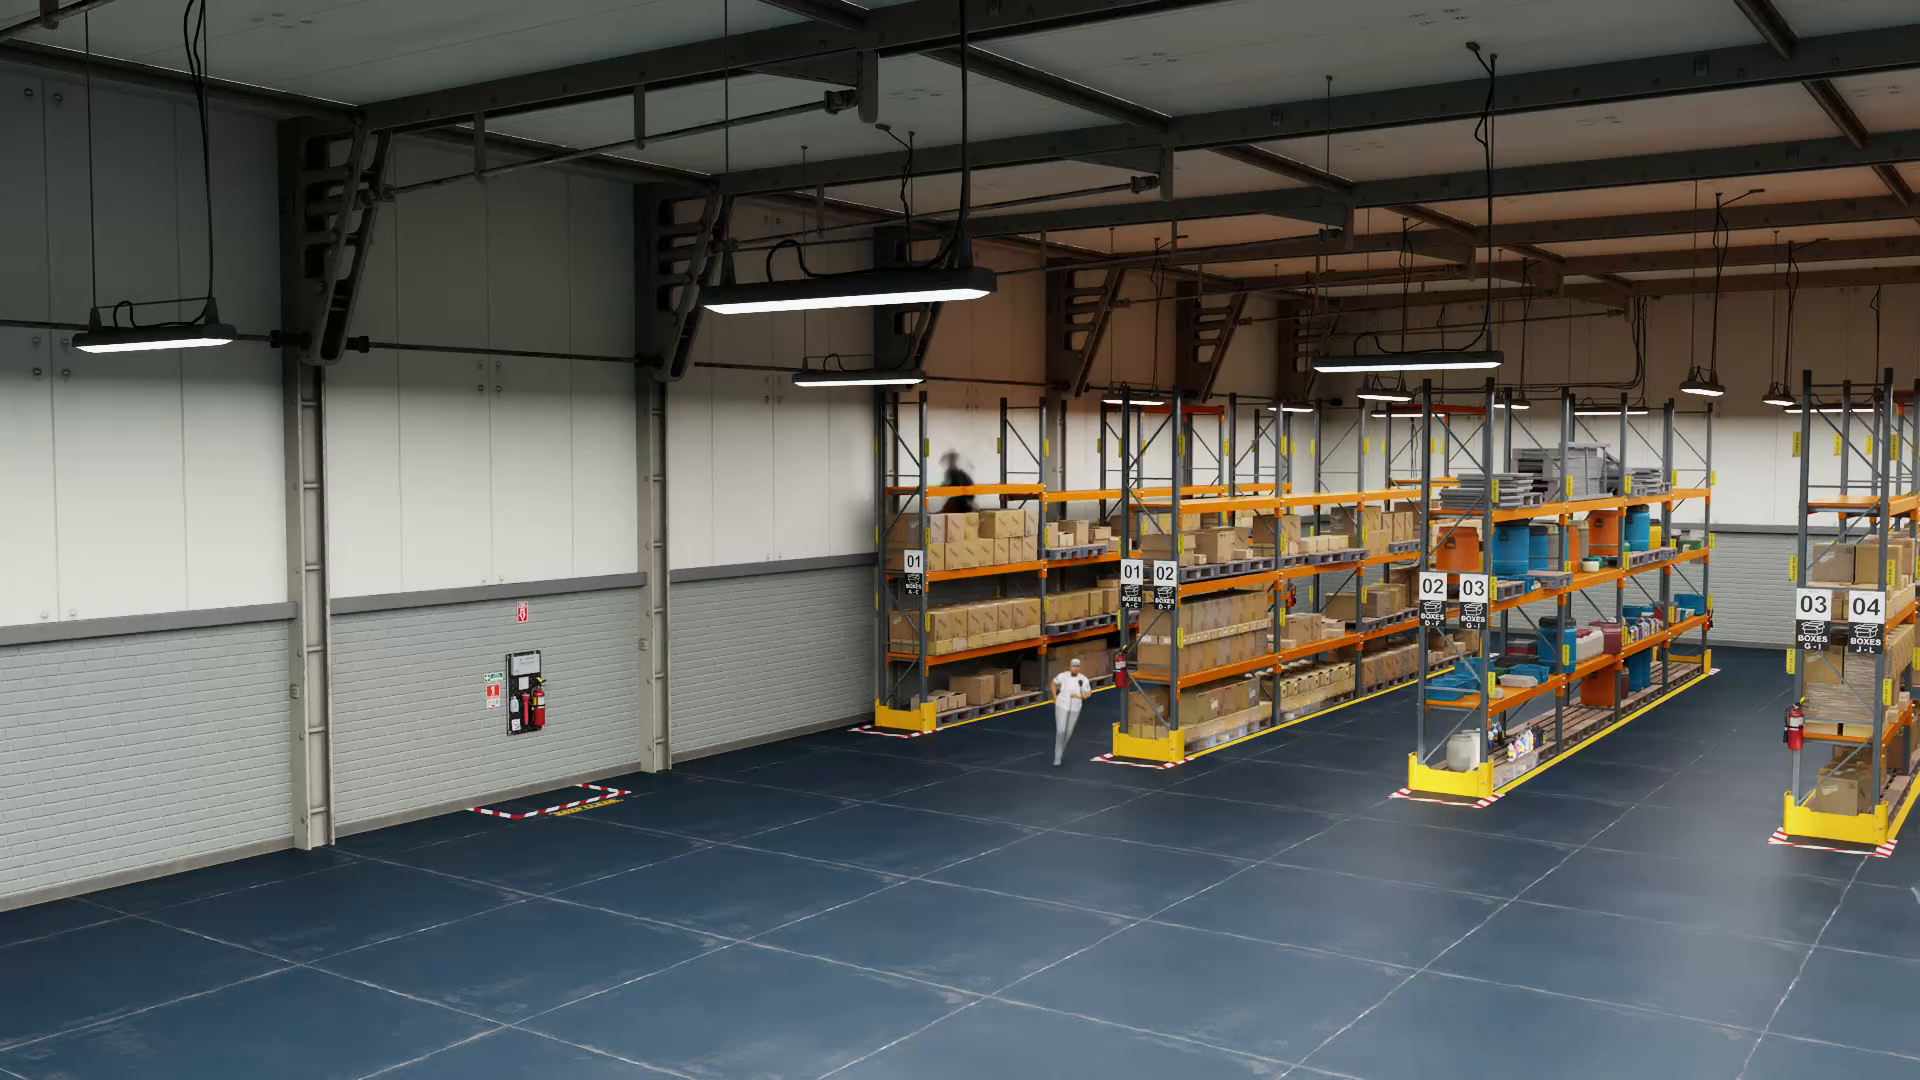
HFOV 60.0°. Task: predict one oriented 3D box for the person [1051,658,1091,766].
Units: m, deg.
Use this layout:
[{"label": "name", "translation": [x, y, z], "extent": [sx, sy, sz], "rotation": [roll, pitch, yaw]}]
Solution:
[{"label": "person", "translation": [1.759, 2.729, 26.516], "extent": [0.625, 1.712, 0.729], "rotation": [0, 3, -6]}]
